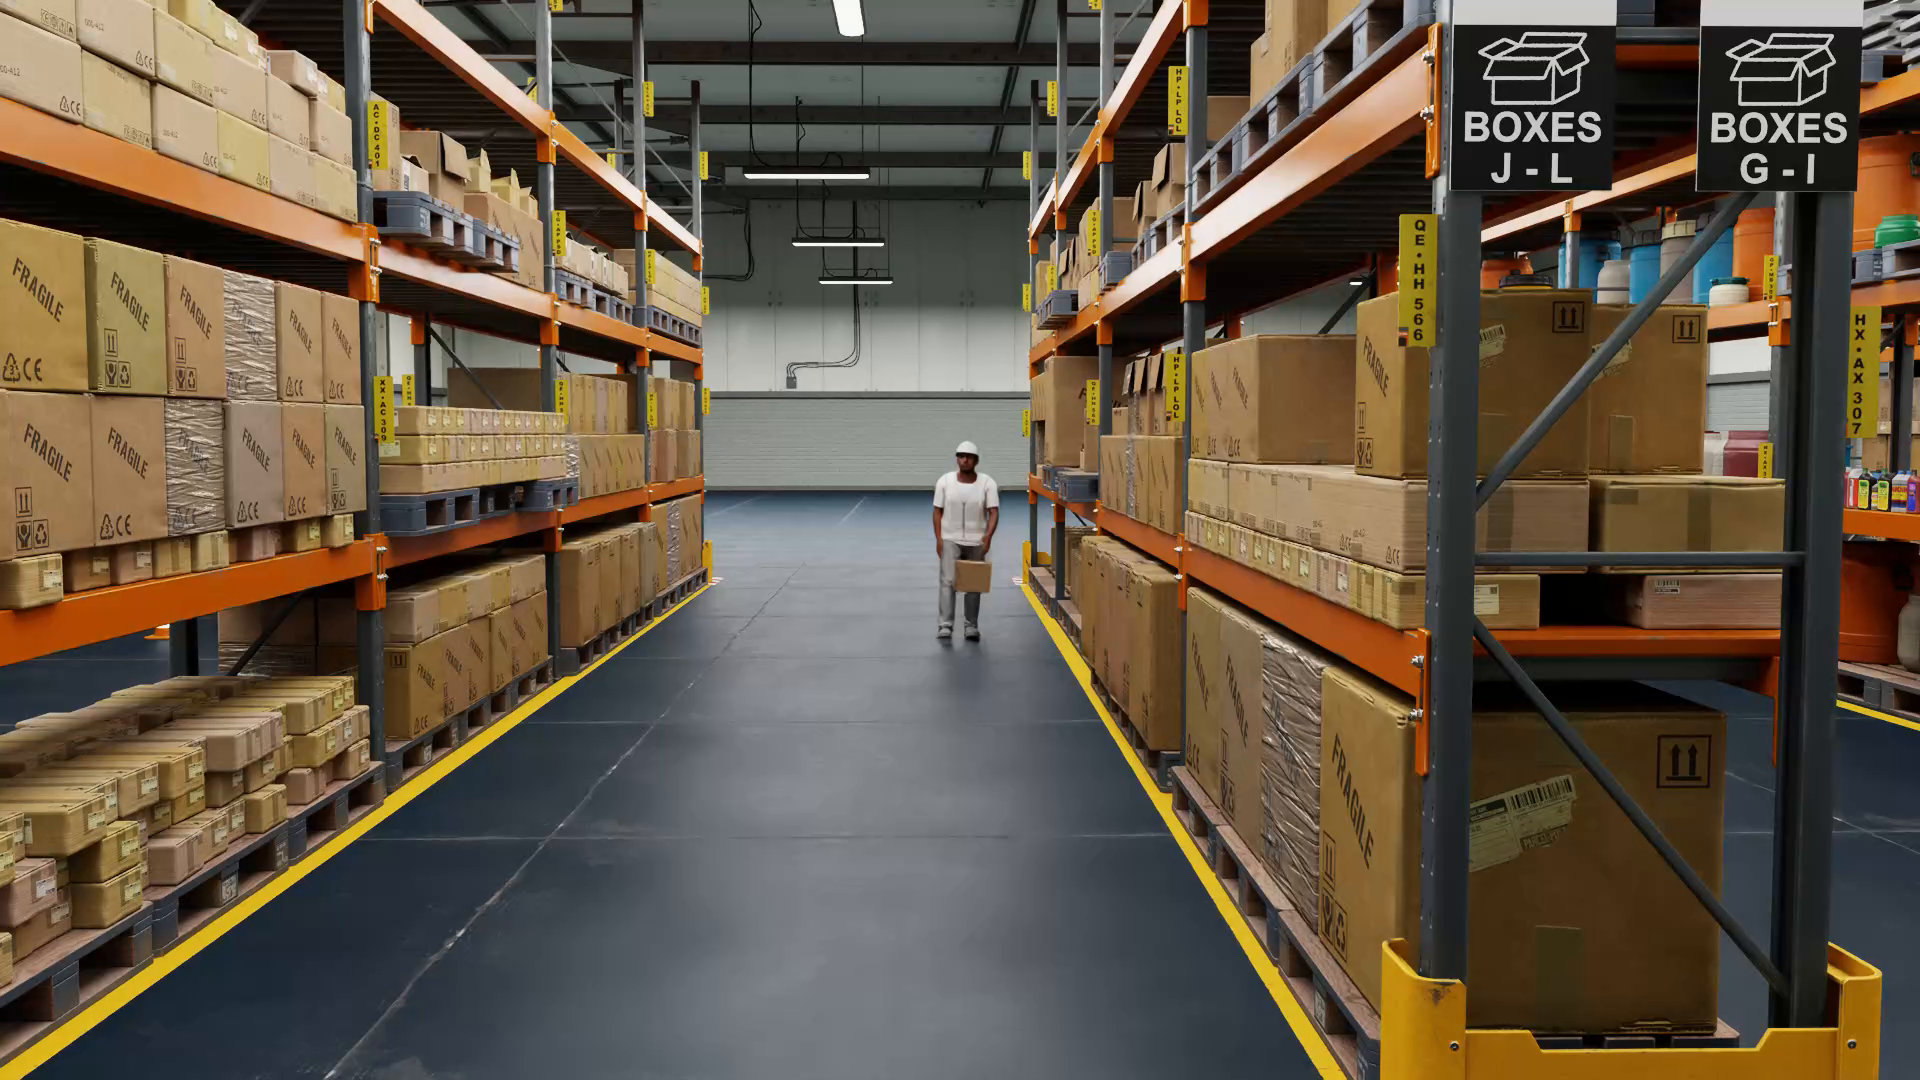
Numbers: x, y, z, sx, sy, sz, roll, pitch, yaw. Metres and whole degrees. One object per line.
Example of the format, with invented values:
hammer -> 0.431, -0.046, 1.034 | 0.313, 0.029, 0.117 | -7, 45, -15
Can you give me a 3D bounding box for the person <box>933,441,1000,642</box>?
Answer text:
person -> 0.053, 0.010, 14.361 | 0.582, 1.727, 0.921 | 0, 4, 0
